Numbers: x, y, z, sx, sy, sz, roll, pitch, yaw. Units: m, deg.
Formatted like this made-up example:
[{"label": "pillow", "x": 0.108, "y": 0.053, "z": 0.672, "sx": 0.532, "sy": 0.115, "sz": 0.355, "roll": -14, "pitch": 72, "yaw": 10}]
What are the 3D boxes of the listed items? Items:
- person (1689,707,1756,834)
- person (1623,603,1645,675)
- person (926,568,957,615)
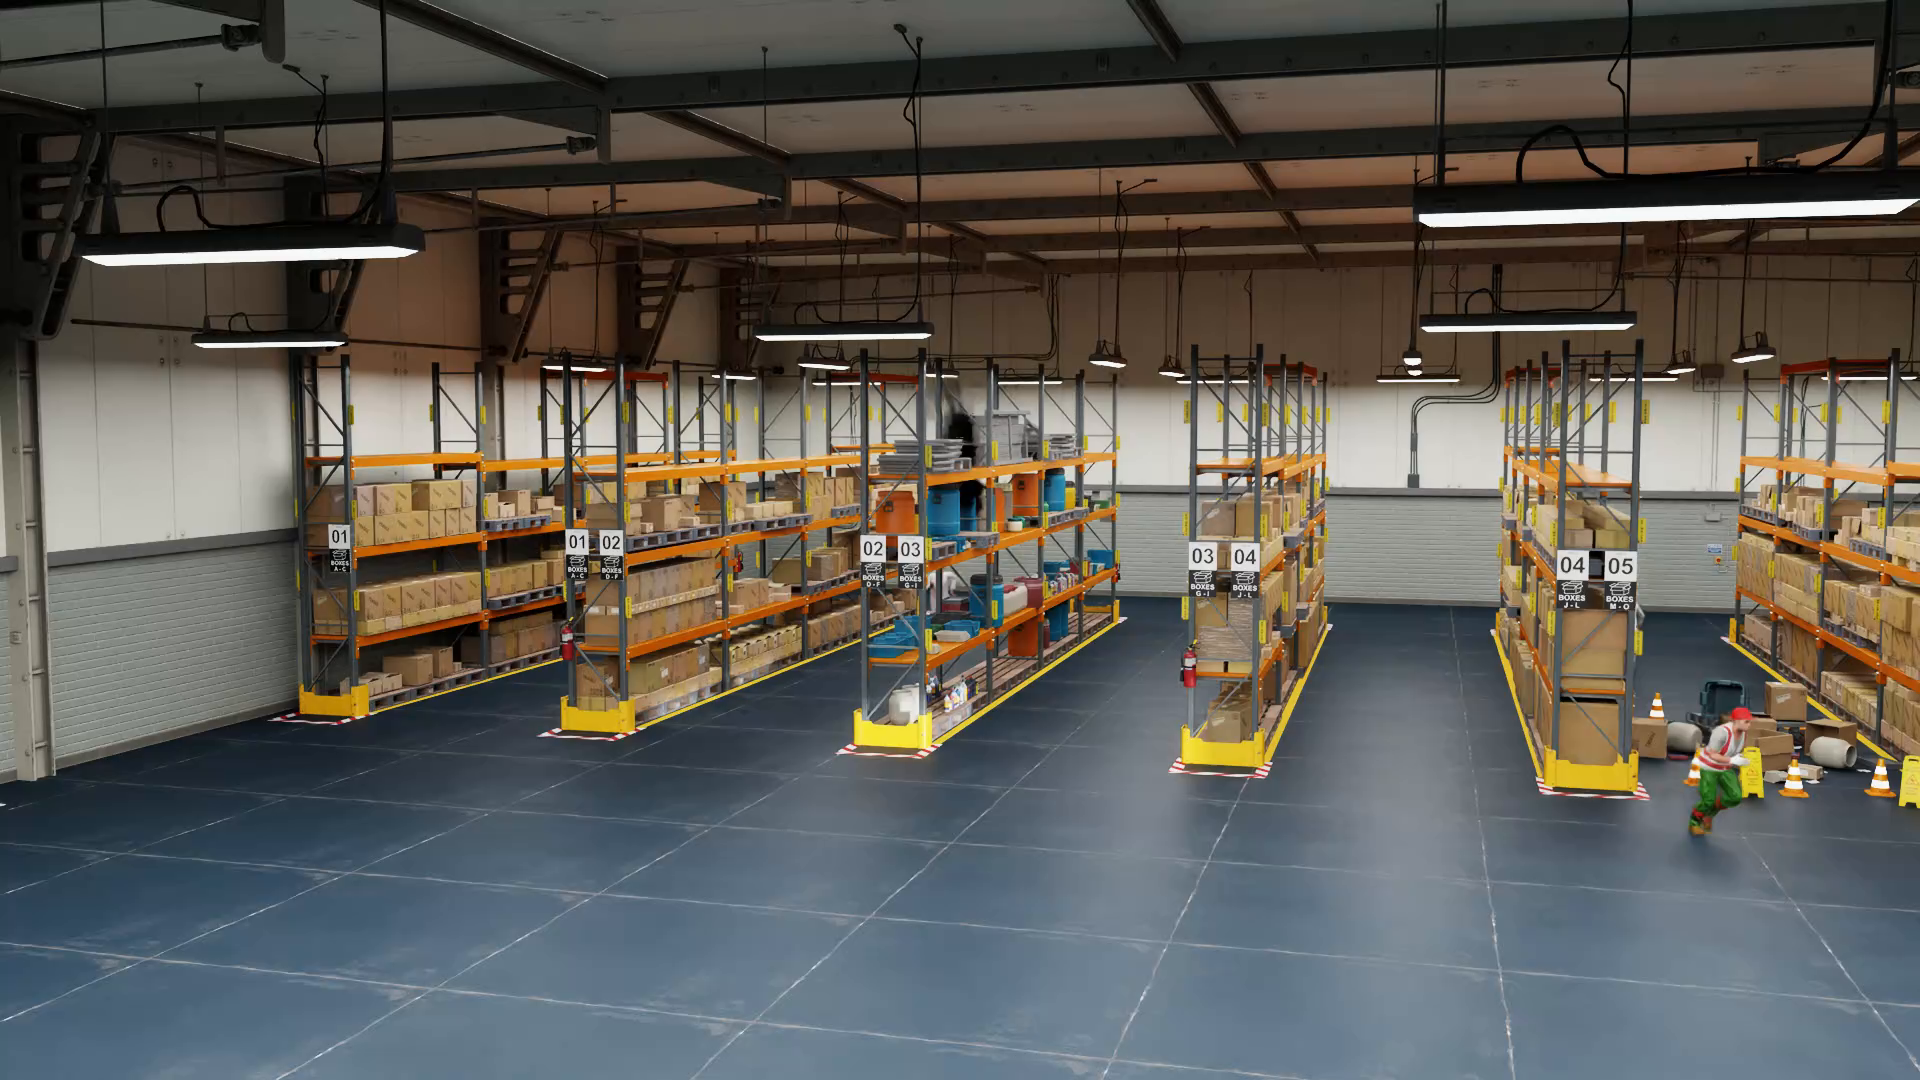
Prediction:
[{"label": "person", "x": 9.018, "y": 2.726, "z": 19.595, "sx": 0.701, "sy": 1.606, "sz": 0.895, "roll": -2, "pitch": 5, "yaw": -25}, {"label": "person", "x": 12.719, "y": 1.760, "z": 31.822, "sx": 0.673, "sy": 1.733, "sz": 0.573, "roll": 1, "pitch": 4, "yaw": 8}, {"label": "person", "x": -0.443, "y": 1.367, "z": 36.905, "sx": 0.694, "sy": 1.757, "sz": 1.003, "roll": 1, "pitch": 4, "yaw": 11}]
